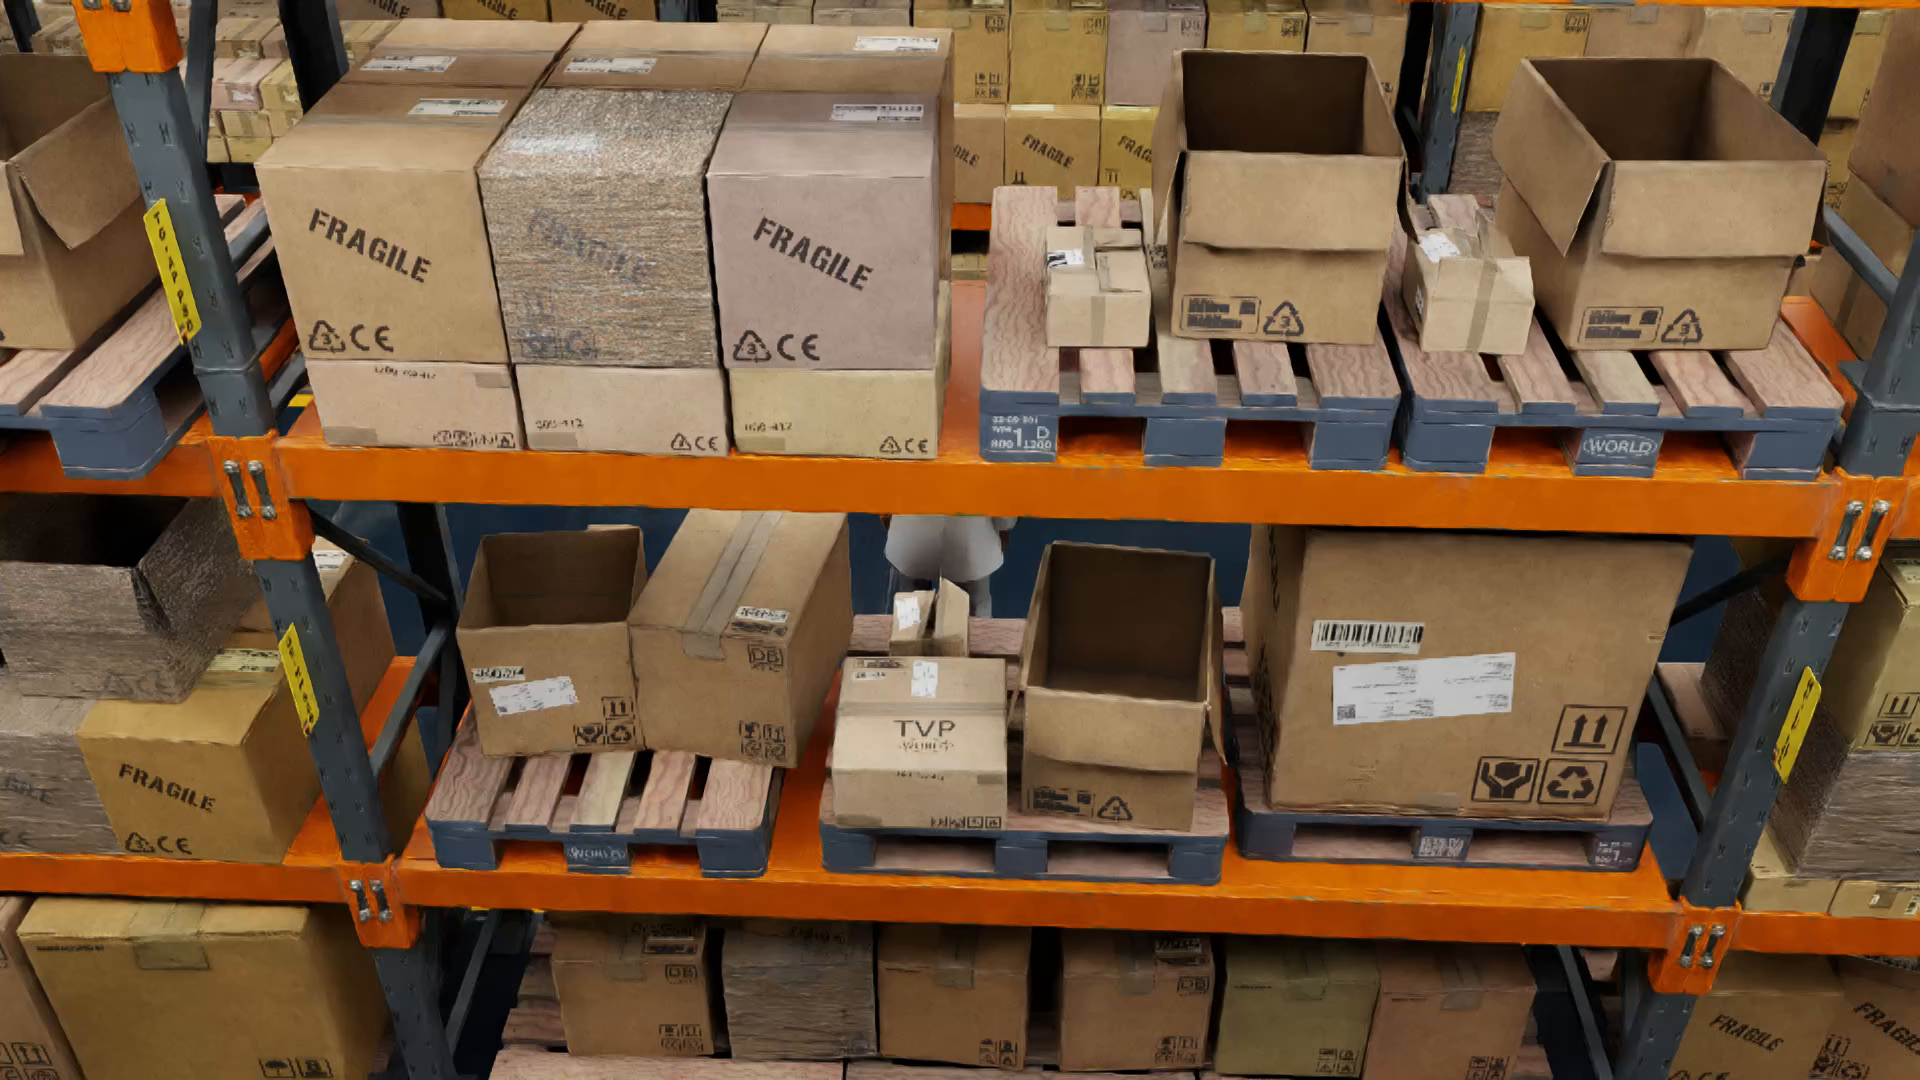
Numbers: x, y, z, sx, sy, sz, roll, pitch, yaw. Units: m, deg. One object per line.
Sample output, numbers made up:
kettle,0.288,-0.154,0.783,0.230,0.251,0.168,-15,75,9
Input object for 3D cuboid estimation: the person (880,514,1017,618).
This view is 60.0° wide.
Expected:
person,-0.060,-0.100,7.230,0.623,1.785,0.423,0,35,0
